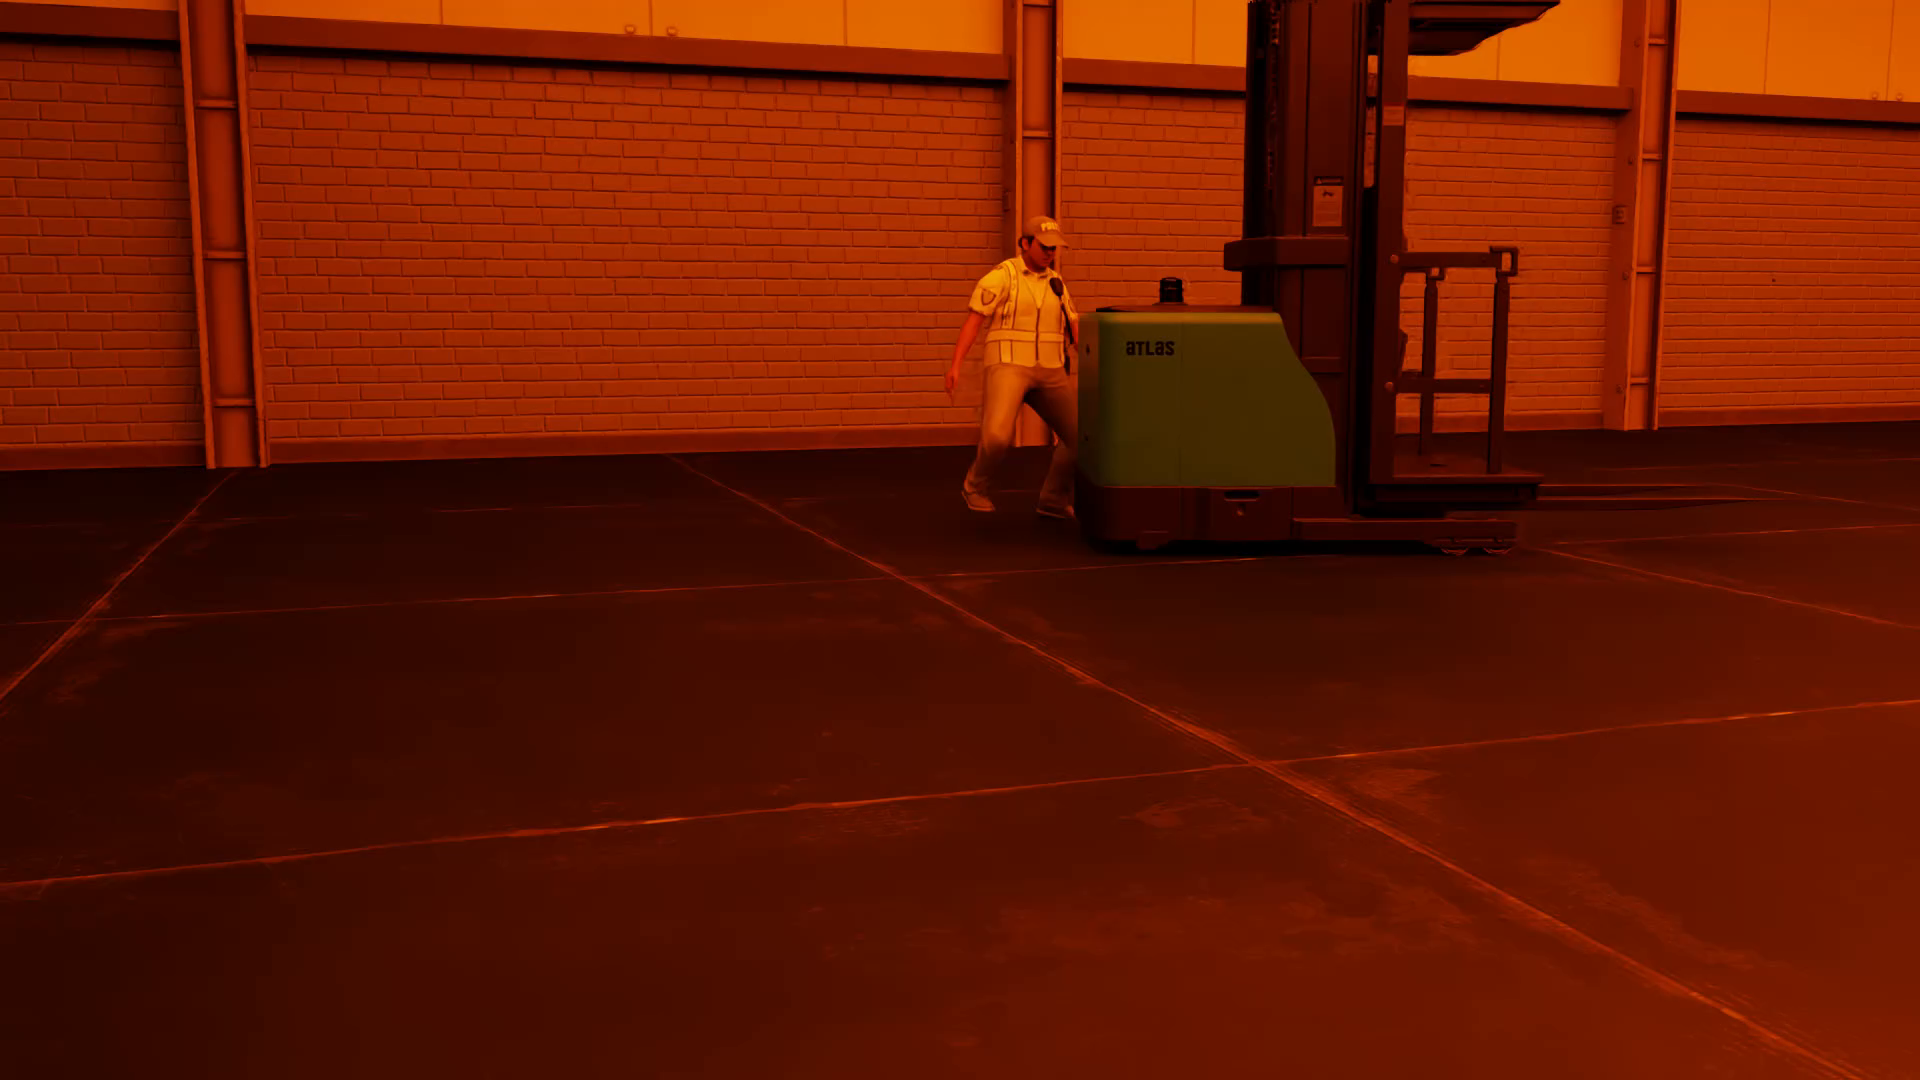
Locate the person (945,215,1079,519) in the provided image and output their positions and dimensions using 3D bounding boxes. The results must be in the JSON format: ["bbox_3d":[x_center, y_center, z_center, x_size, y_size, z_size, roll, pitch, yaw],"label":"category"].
[{"bbox_3d":[0.344,-0.851,8.458,0.850,1.575,0.541,-3,8,-20],"label":"person"}]

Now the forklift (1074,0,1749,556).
[{"bbox_3d":[2.098,-1.454,7.740,3.031,2.935,1.130,0,8,-2],"label":"forklift"}]
